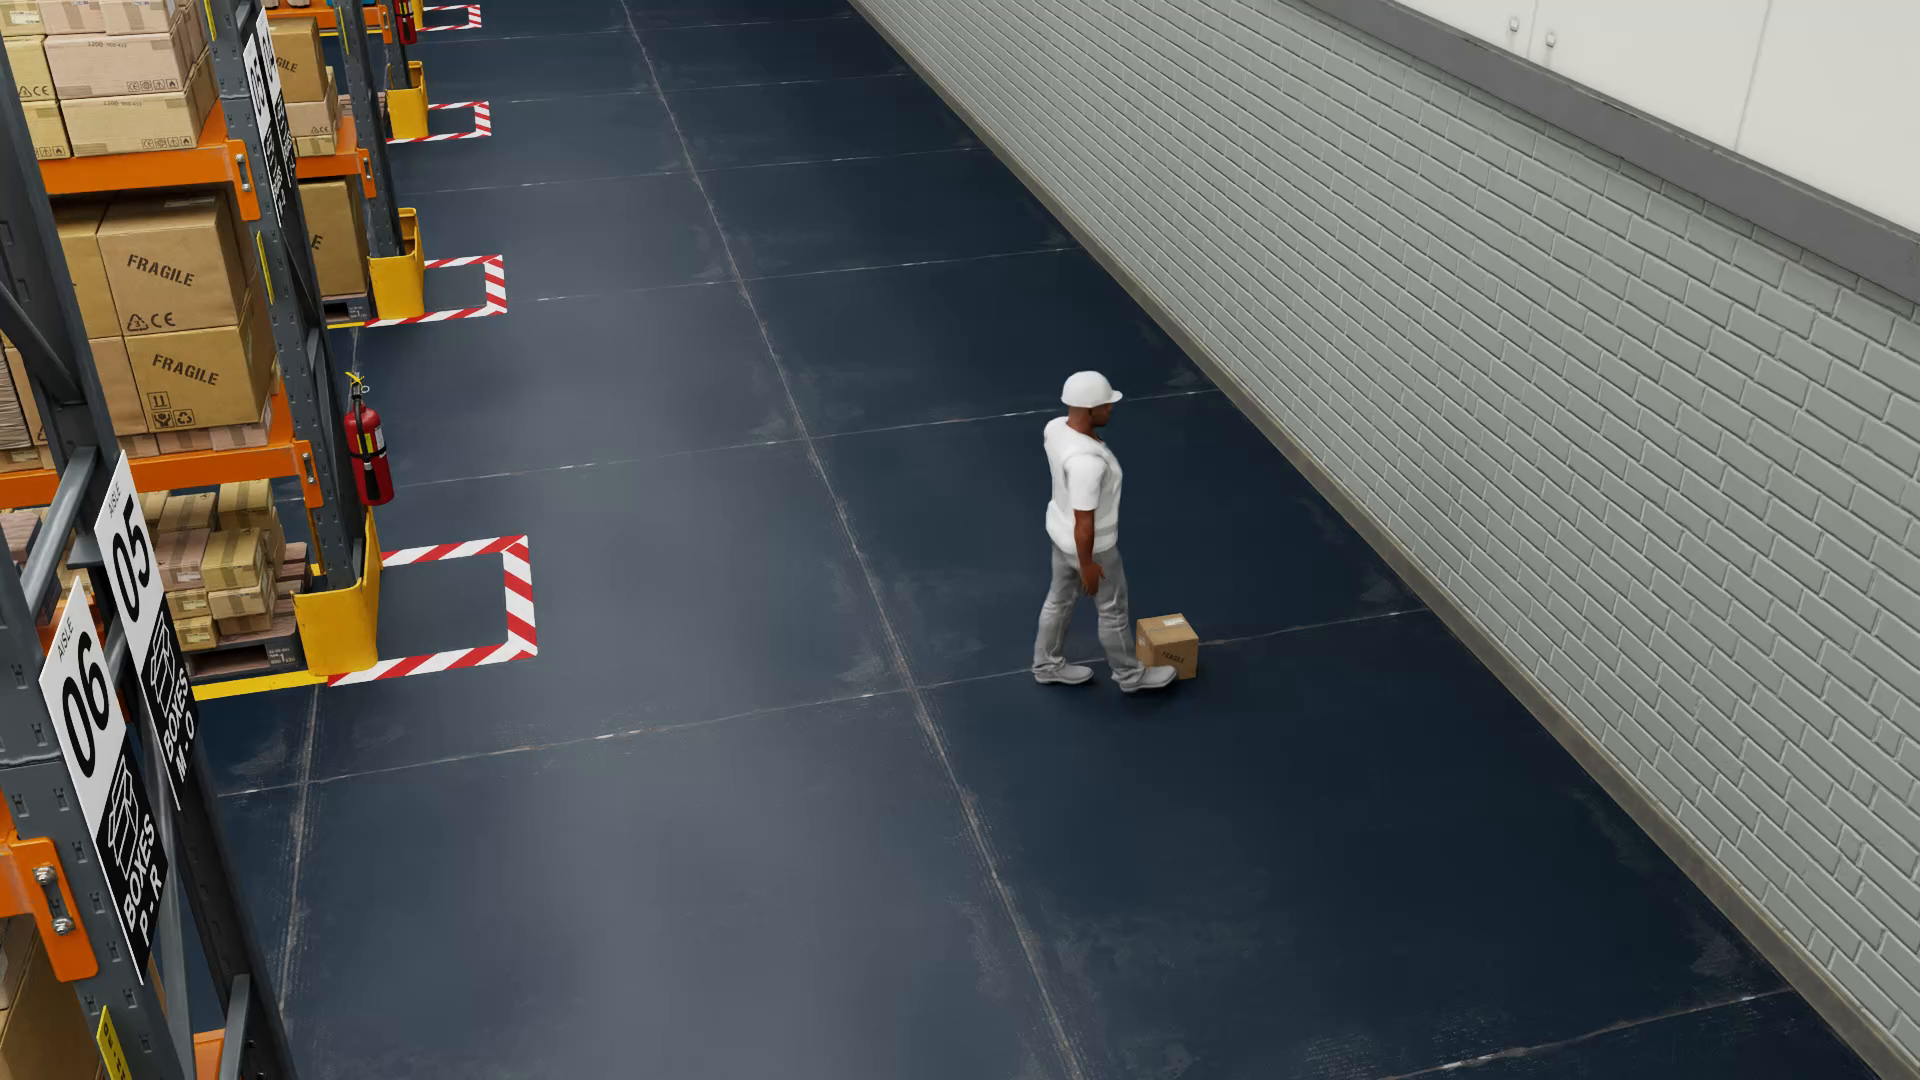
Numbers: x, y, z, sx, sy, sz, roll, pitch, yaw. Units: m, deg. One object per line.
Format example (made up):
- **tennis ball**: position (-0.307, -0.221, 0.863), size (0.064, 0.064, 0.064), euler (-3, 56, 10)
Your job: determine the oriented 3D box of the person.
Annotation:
- **person**: position (0.732, -0.035, 8.267), size (0.709, 1.755, 0.577), euler (-8, 31, -14)
